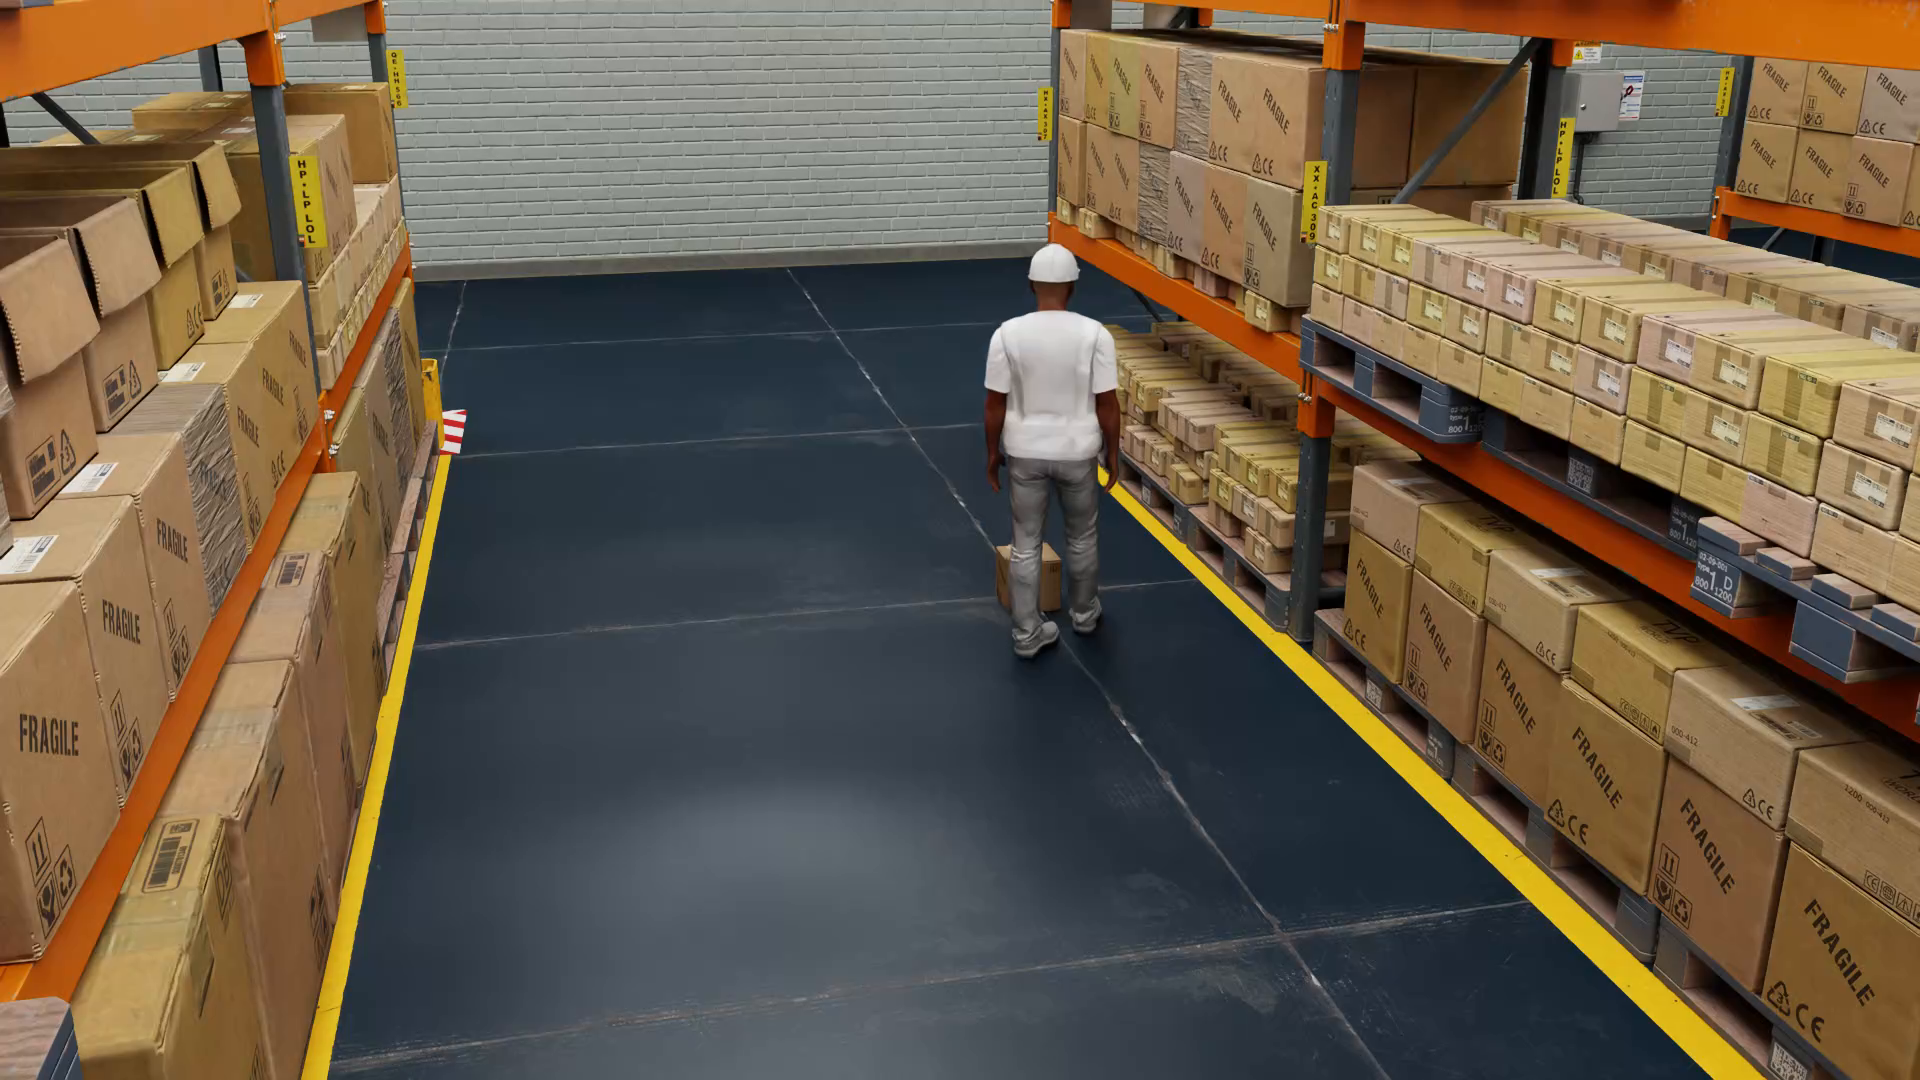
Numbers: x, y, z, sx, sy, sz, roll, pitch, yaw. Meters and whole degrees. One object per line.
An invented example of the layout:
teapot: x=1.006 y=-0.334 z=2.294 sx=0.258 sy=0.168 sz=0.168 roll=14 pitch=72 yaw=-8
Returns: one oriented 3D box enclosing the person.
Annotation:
person: x=0.402 y=-0.410 z=7.185 sx=0.577 sy=1.761 sz=0.625 roll=2 pitch=20 yaw=6
